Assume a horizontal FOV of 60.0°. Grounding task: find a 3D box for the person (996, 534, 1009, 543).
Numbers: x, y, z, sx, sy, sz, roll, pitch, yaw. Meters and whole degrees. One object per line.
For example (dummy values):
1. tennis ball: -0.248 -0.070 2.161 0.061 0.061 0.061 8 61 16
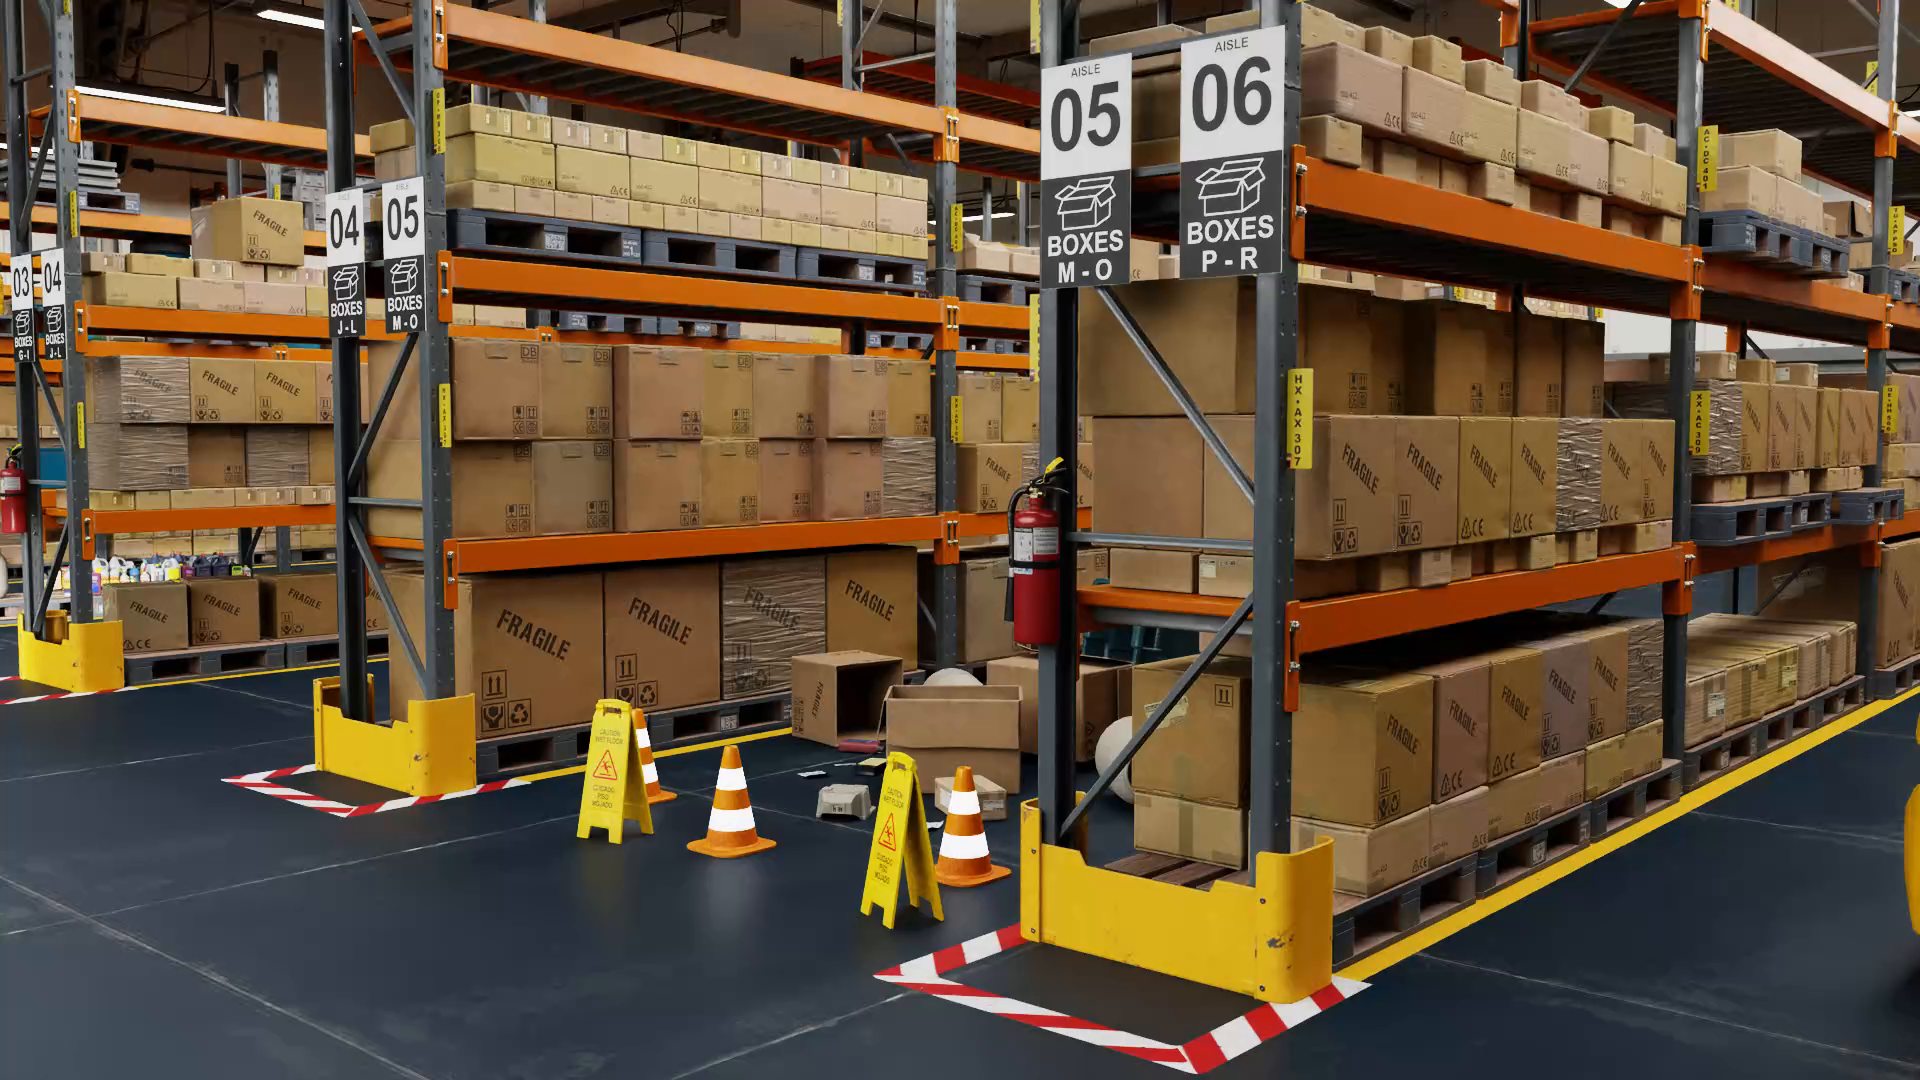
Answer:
1. person: 0.549 0.286 18.252 0.442 0.829 0.804 3 5 41
